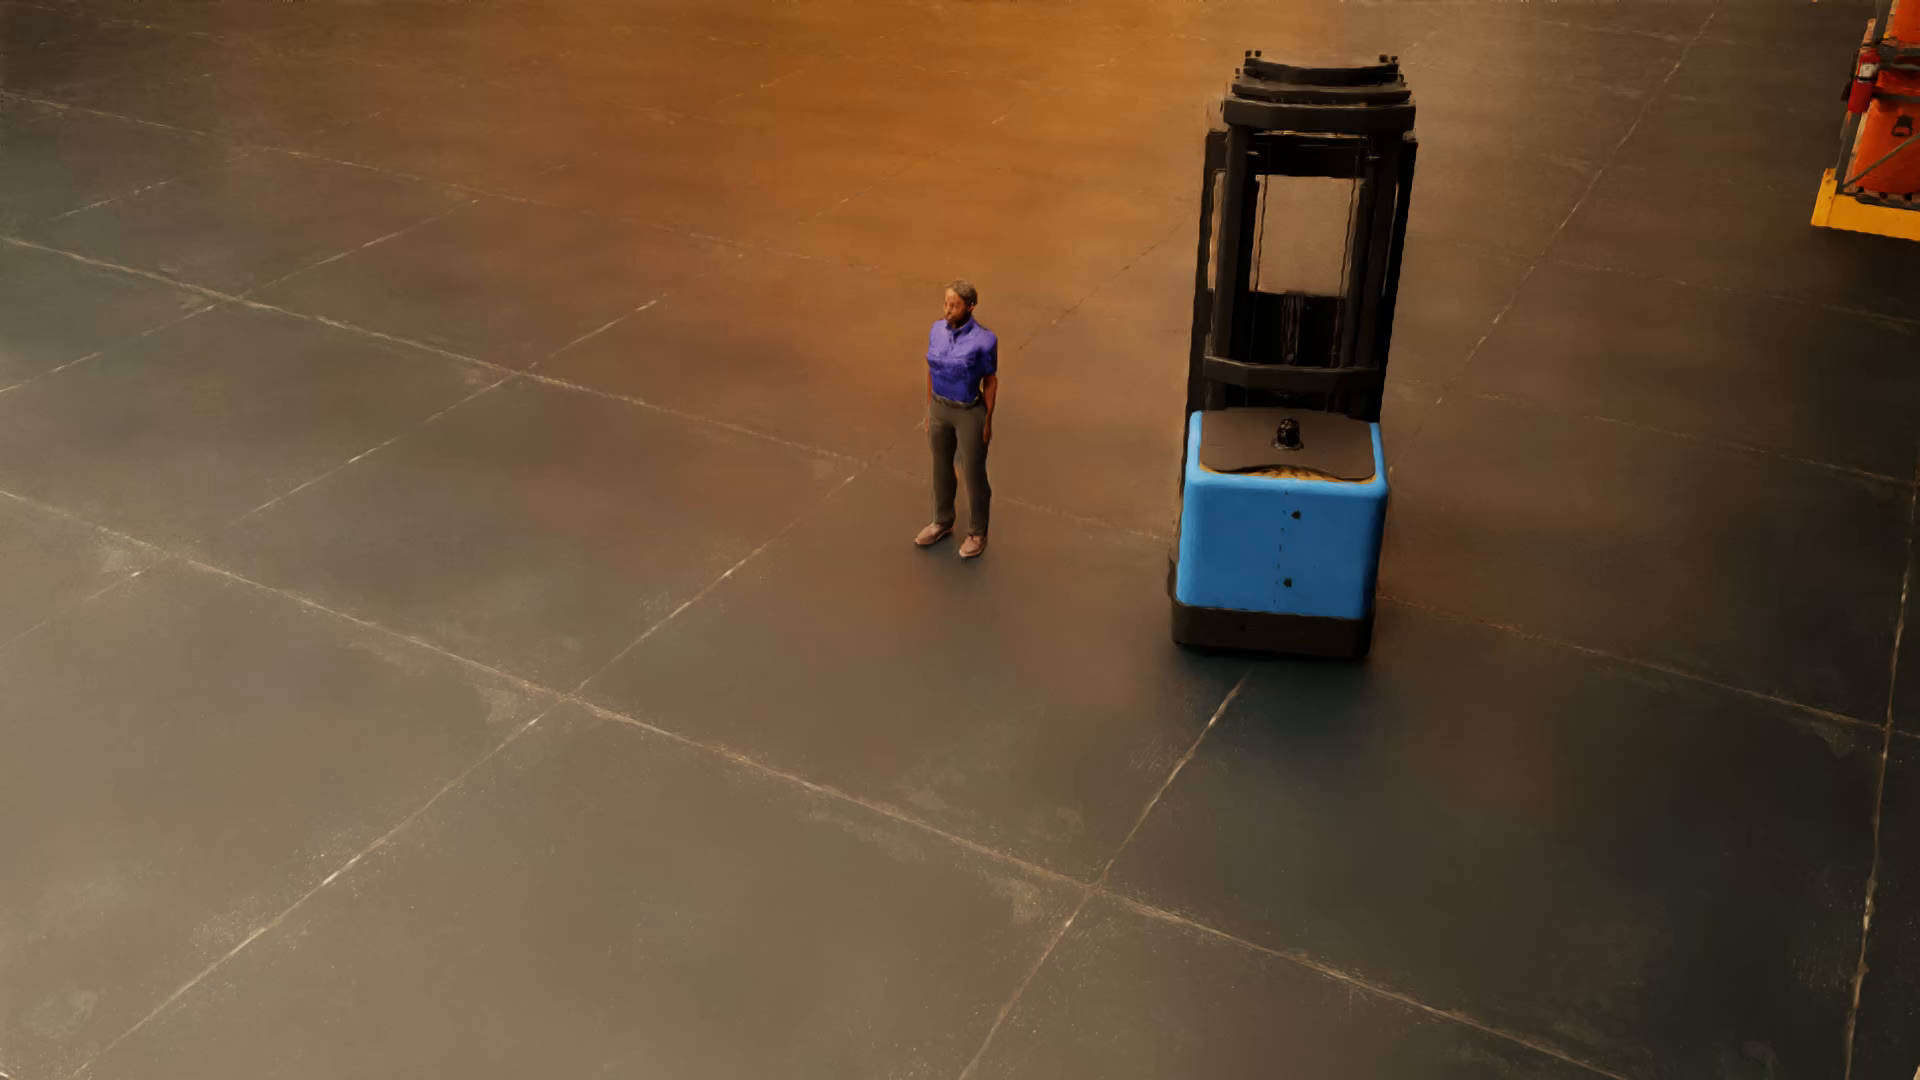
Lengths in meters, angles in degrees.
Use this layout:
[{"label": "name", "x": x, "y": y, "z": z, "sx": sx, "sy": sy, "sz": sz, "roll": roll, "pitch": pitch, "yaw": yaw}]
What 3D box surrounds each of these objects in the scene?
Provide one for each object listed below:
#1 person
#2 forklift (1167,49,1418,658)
[{"label": "person", "x": -0.017, "y": -0.709, "z": 9.574, "sx": 0.446, "sy": 1.662, "sz": 0.320, "roll": 15, "pitch": 33, "yaw": 25}, {"label": "forklift", "x": 1.878, "y": -1.364, "z": 9.435, "sx": 1.130, "sy": 2.935, "sz": 3.031, "roll": 4, "pitch": 30, "yaw": 8}]
